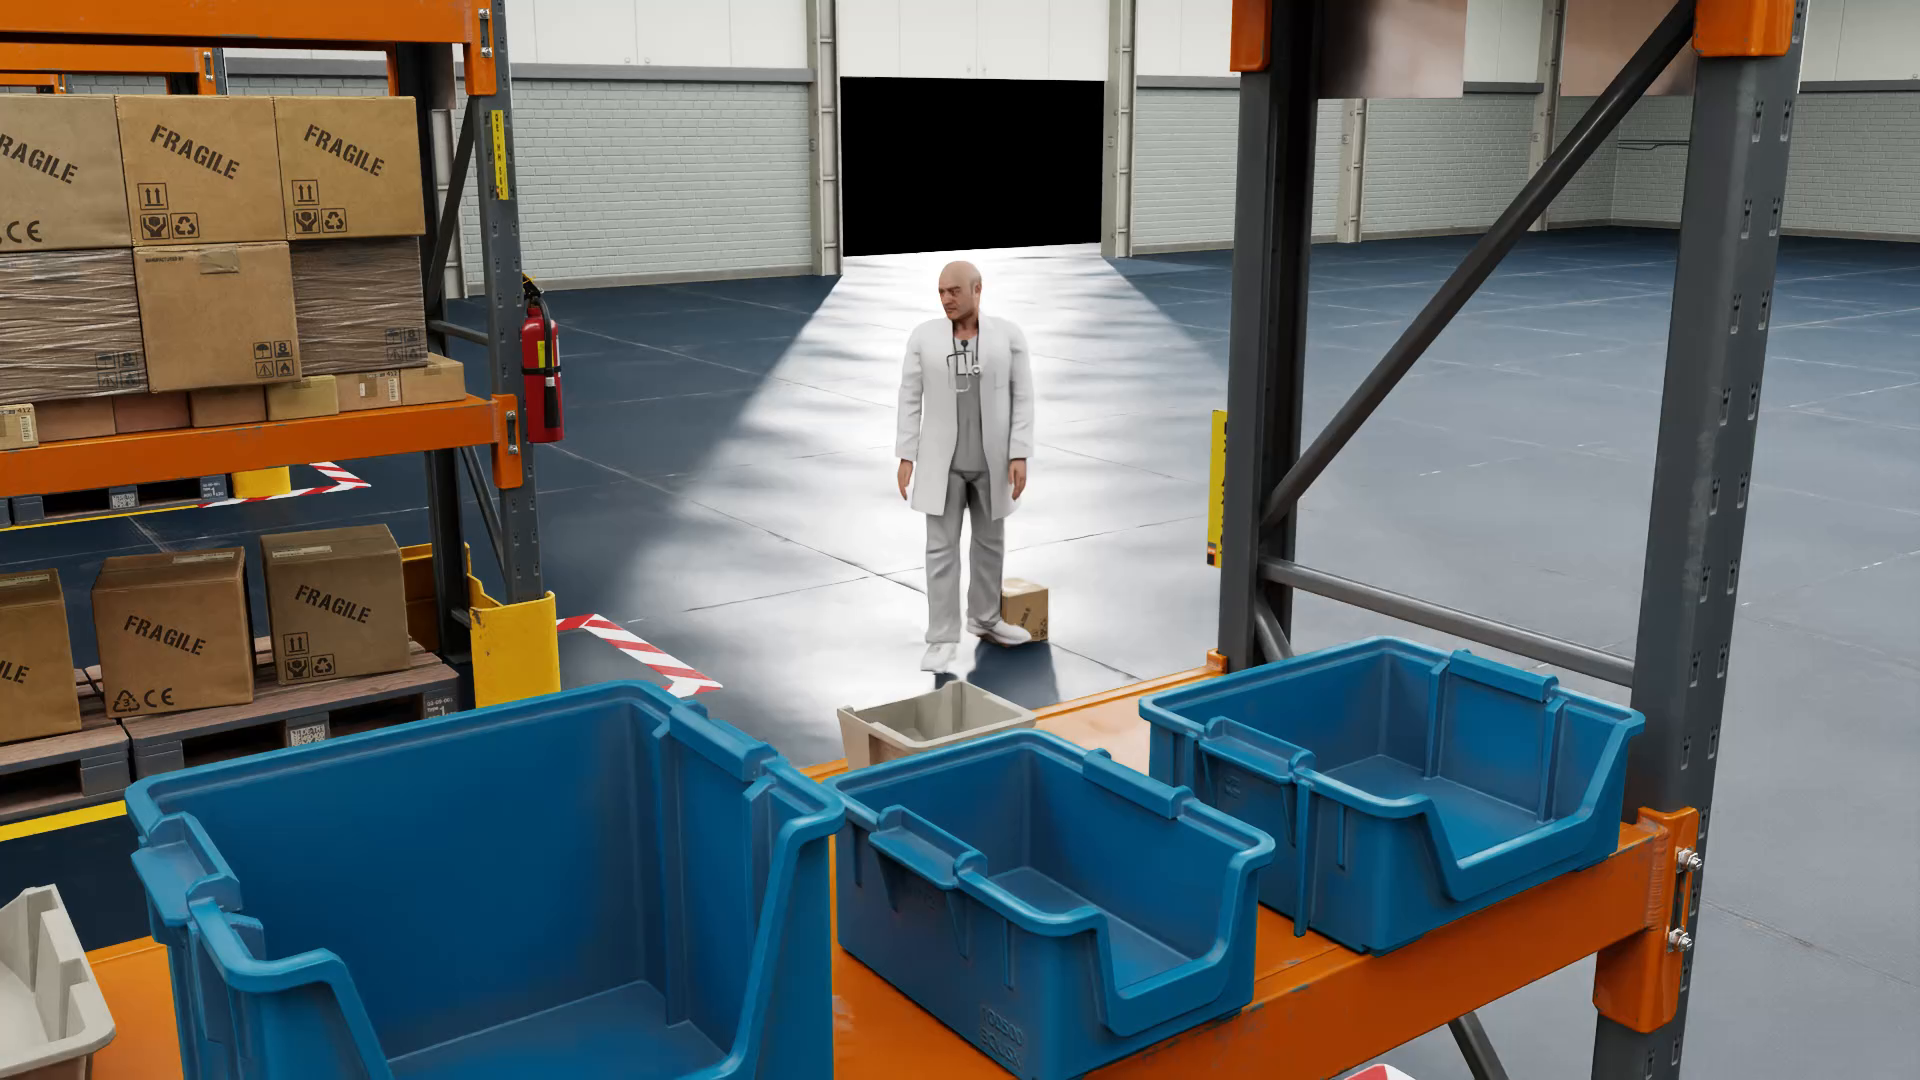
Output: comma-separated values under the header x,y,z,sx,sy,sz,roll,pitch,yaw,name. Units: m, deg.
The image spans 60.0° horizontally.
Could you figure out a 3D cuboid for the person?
x,y,z,sx,sy,sz,roll,pitch,yaw,name
0.024,-0.284,7.325,0.624,1.670,0.676,-1,14,-4,person
